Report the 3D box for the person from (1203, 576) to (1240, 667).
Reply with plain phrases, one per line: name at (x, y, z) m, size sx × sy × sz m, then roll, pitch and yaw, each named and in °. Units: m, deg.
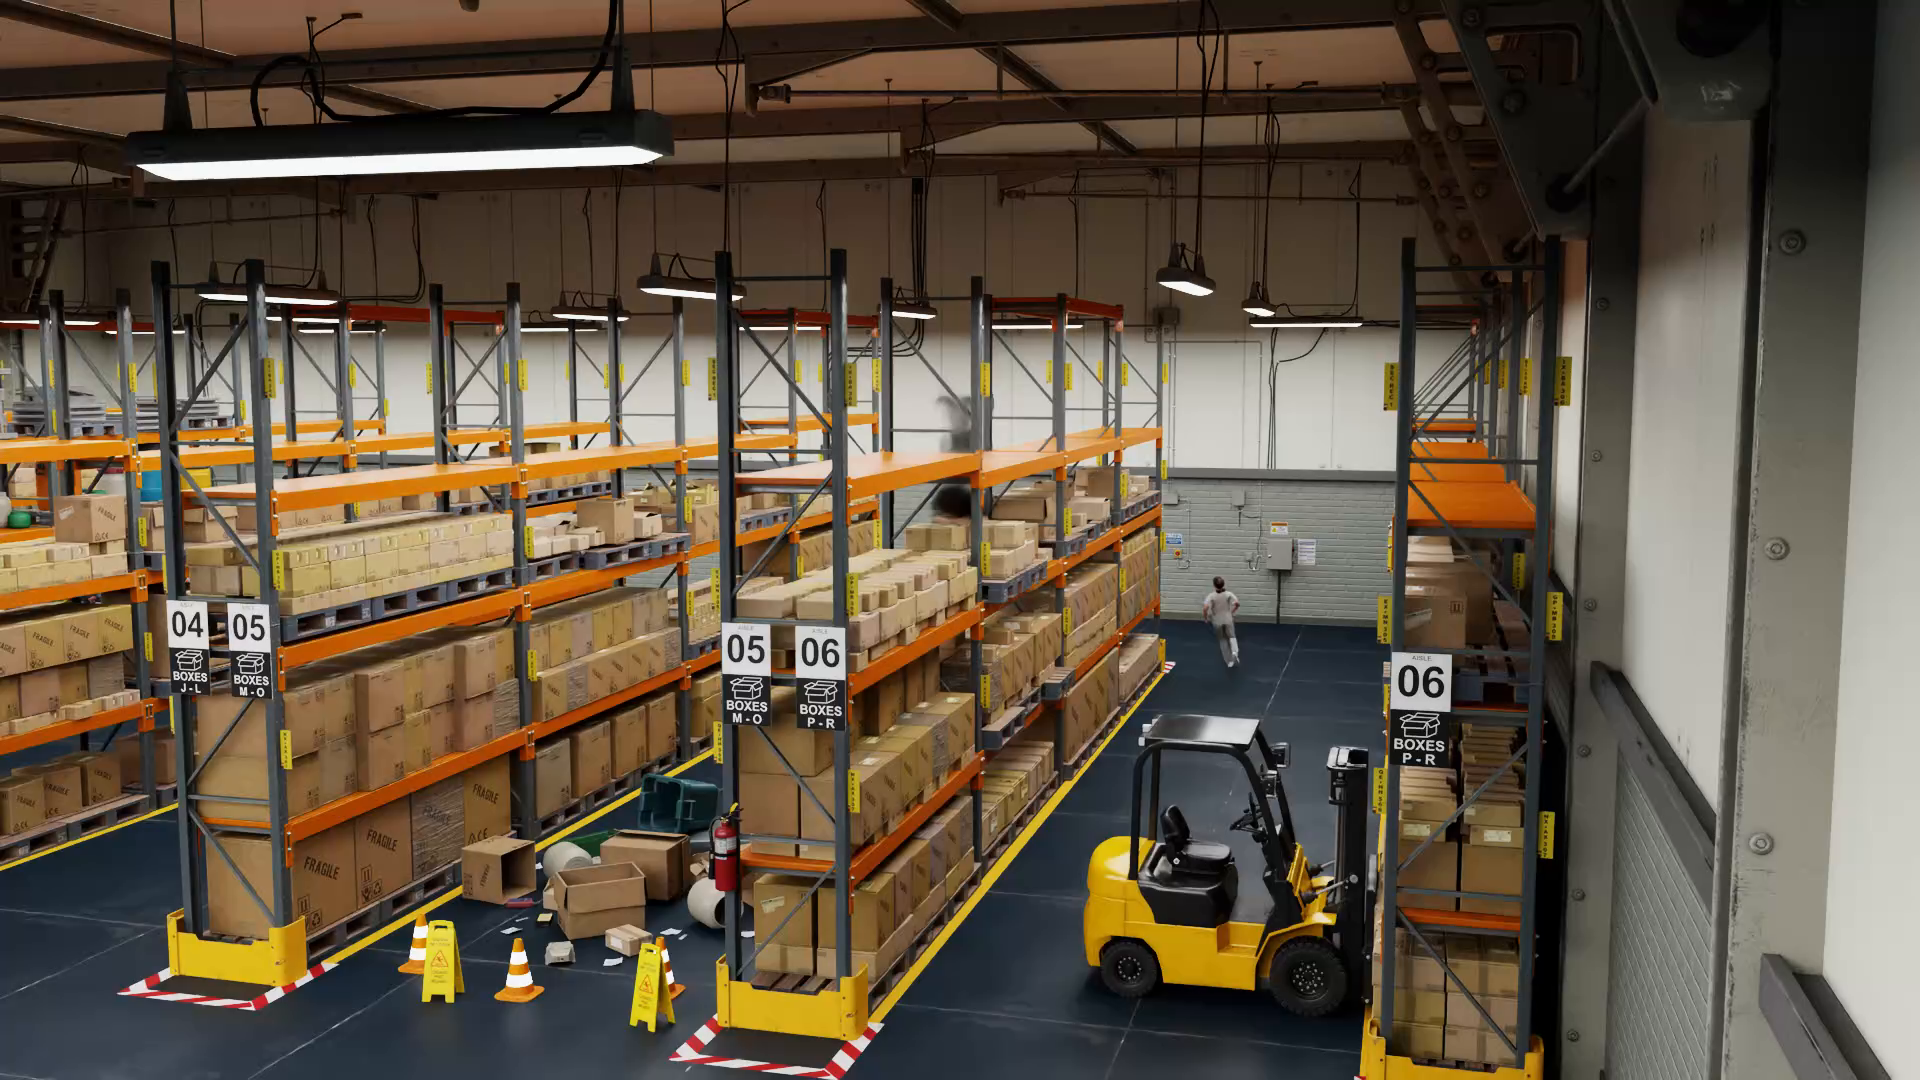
person at (4.419, 1.386, 28.207) m, size 0.629 × 1.588 × 0.642 m, roll 0°, pitch 6°, yaw 4°
